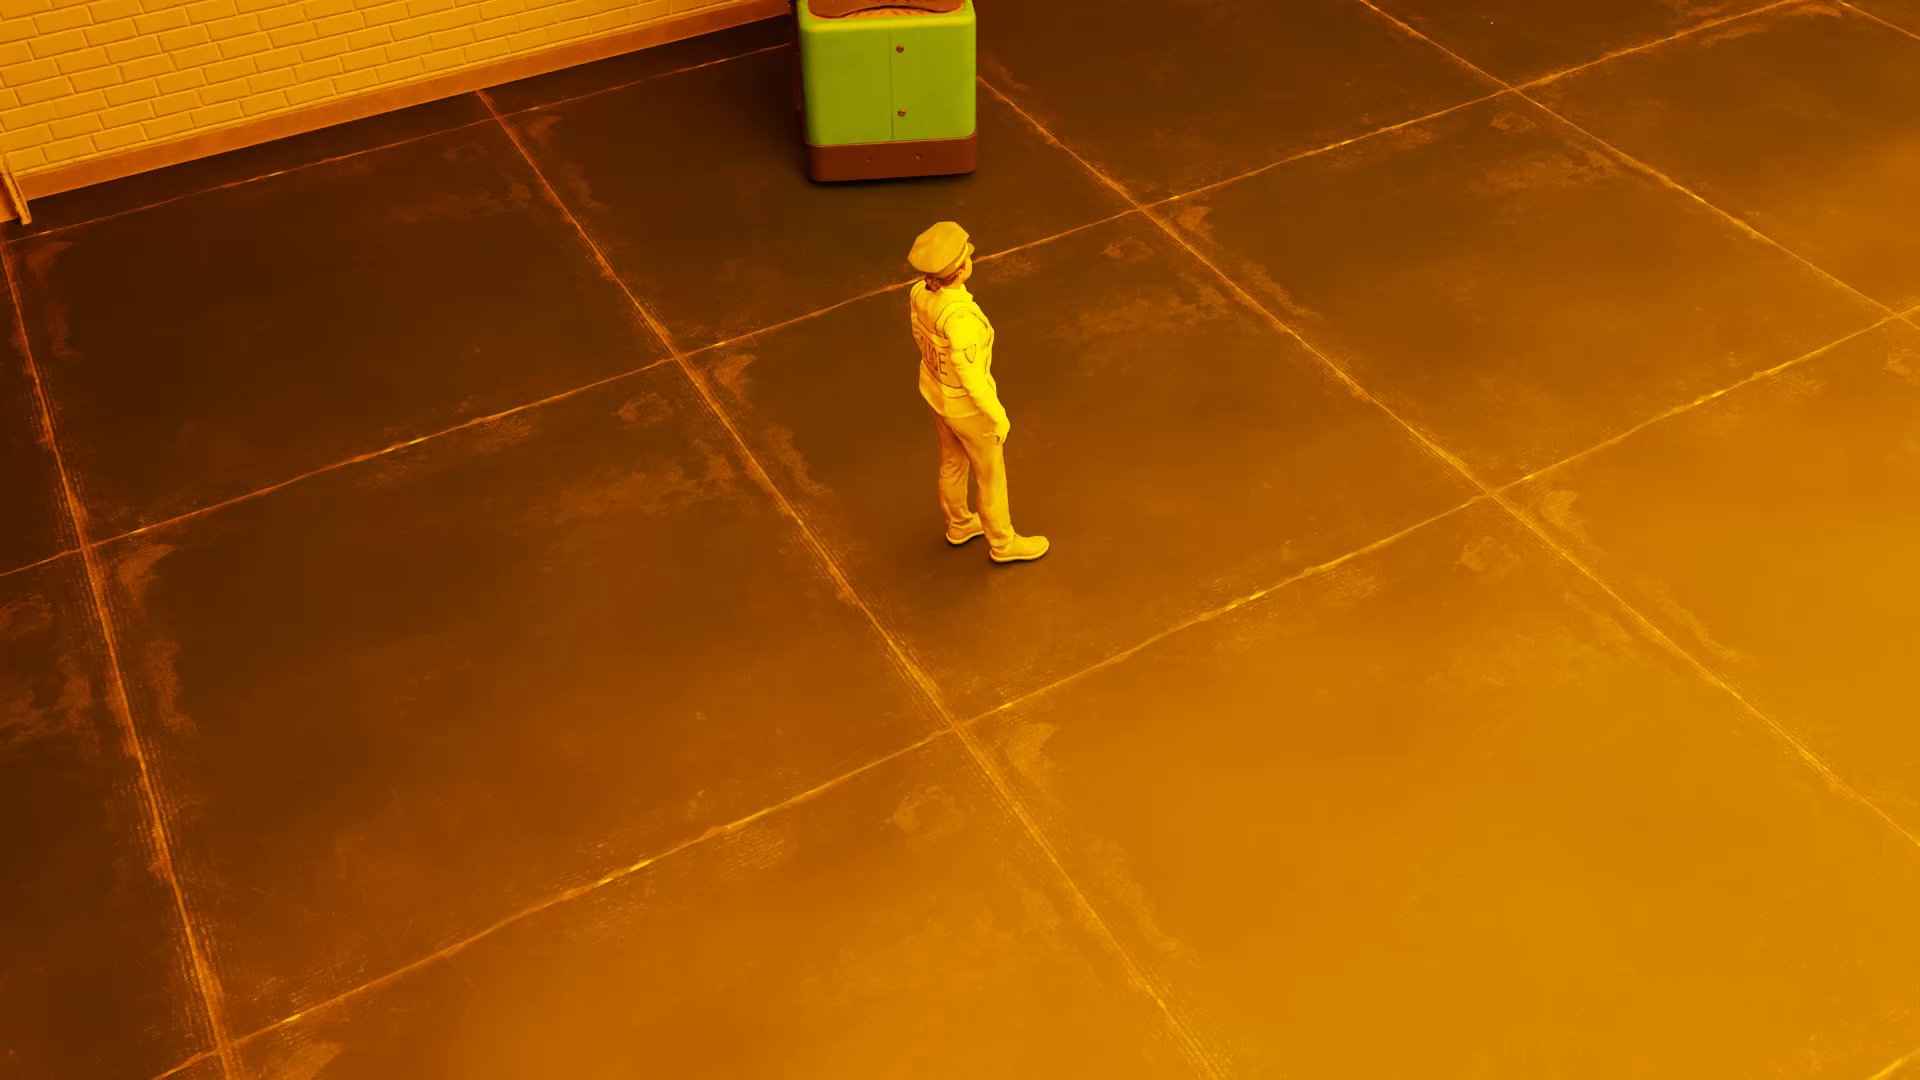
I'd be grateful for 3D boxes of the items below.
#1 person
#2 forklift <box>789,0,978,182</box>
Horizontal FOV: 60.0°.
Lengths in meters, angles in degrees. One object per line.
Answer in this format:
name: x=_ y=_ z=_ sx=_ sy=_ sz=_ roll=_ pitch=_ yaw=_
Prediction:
person: x=0.062 y=-0.646 z=7.293 sx=0.531 sy=1.695 sz=0.588 roll=-21 pitch=47 yaw=-21
forklift: x=-0.573 y=-4.251 z=10.281 sx=1.130 sy=2.935 sz=3.031 roll=-4 pitch=43 yaw=-5
